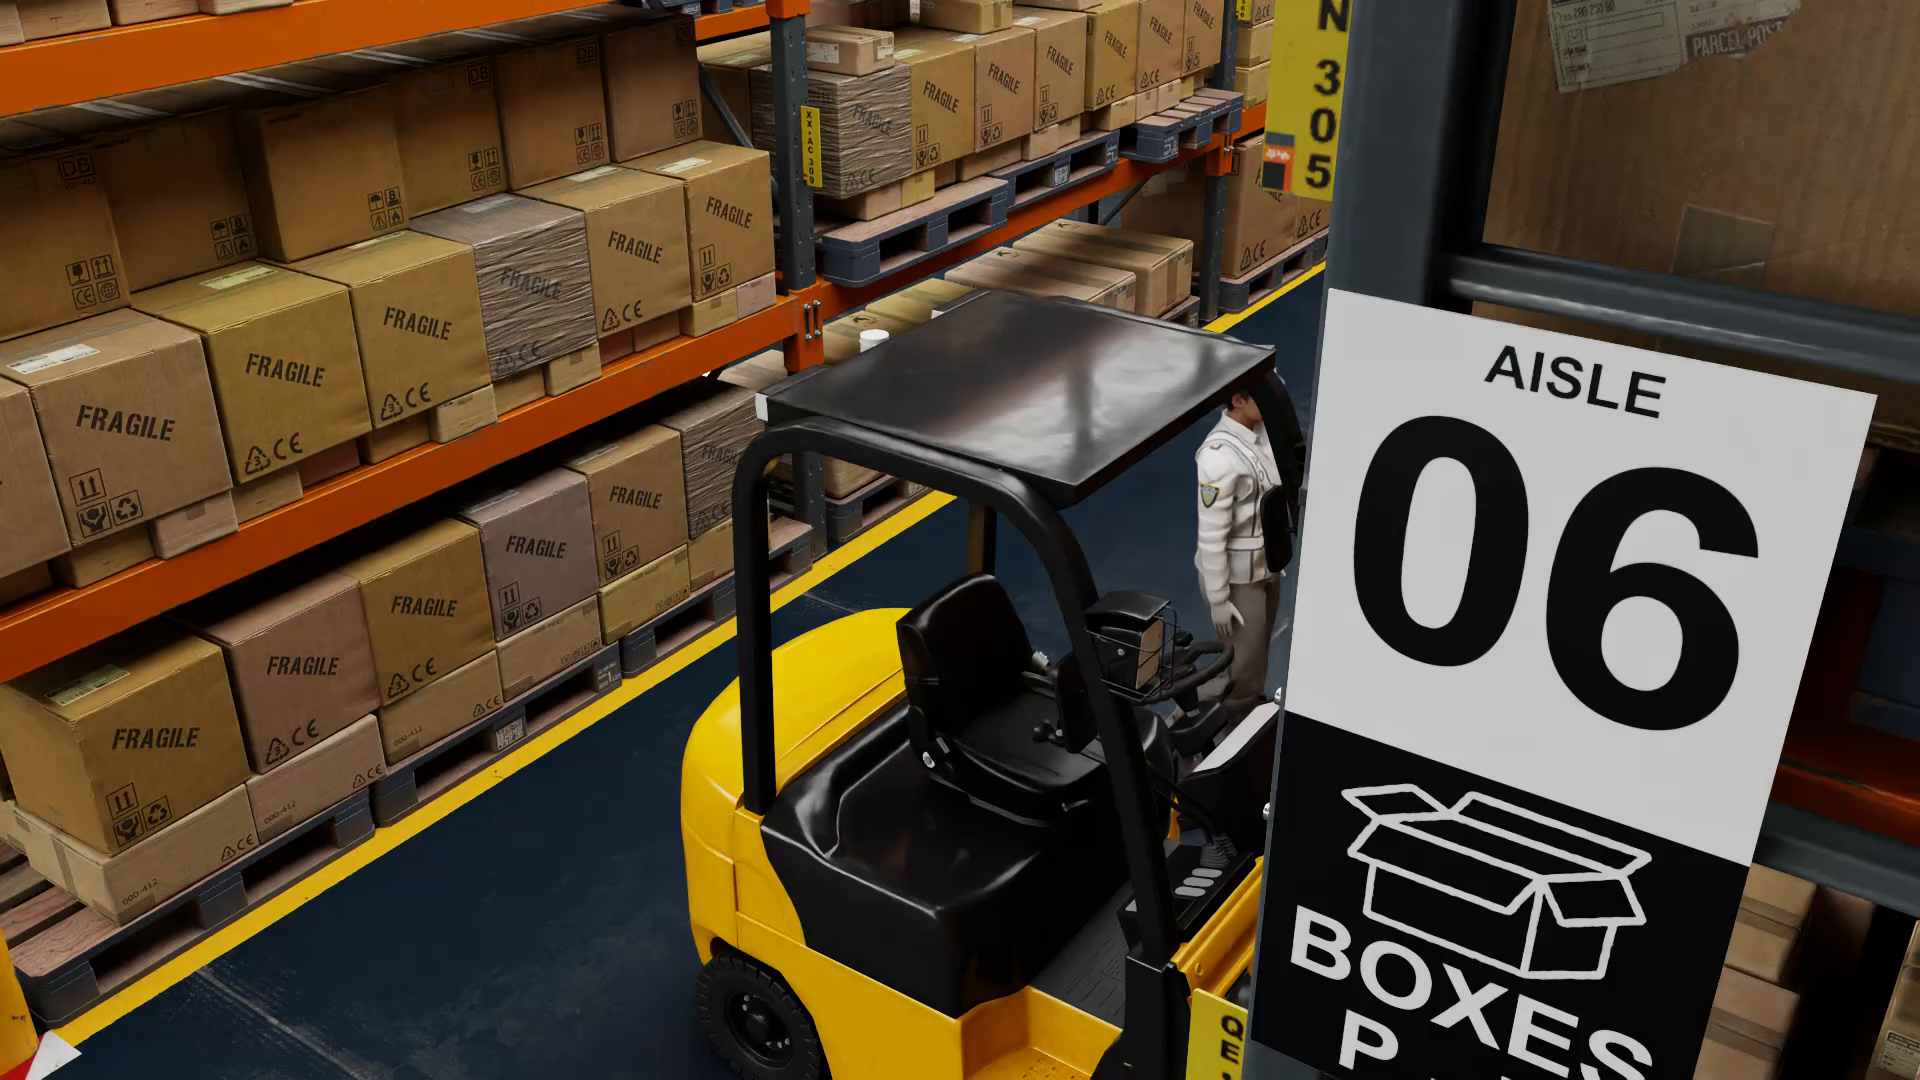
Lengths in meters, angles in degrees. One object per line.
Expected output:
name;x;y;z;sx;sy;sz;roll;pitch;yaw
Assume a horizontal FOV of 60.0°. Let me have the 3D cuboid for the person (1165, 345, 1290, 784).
person;0.991;0.115;5.847;0.497;1.692;0.509;14;30;26
